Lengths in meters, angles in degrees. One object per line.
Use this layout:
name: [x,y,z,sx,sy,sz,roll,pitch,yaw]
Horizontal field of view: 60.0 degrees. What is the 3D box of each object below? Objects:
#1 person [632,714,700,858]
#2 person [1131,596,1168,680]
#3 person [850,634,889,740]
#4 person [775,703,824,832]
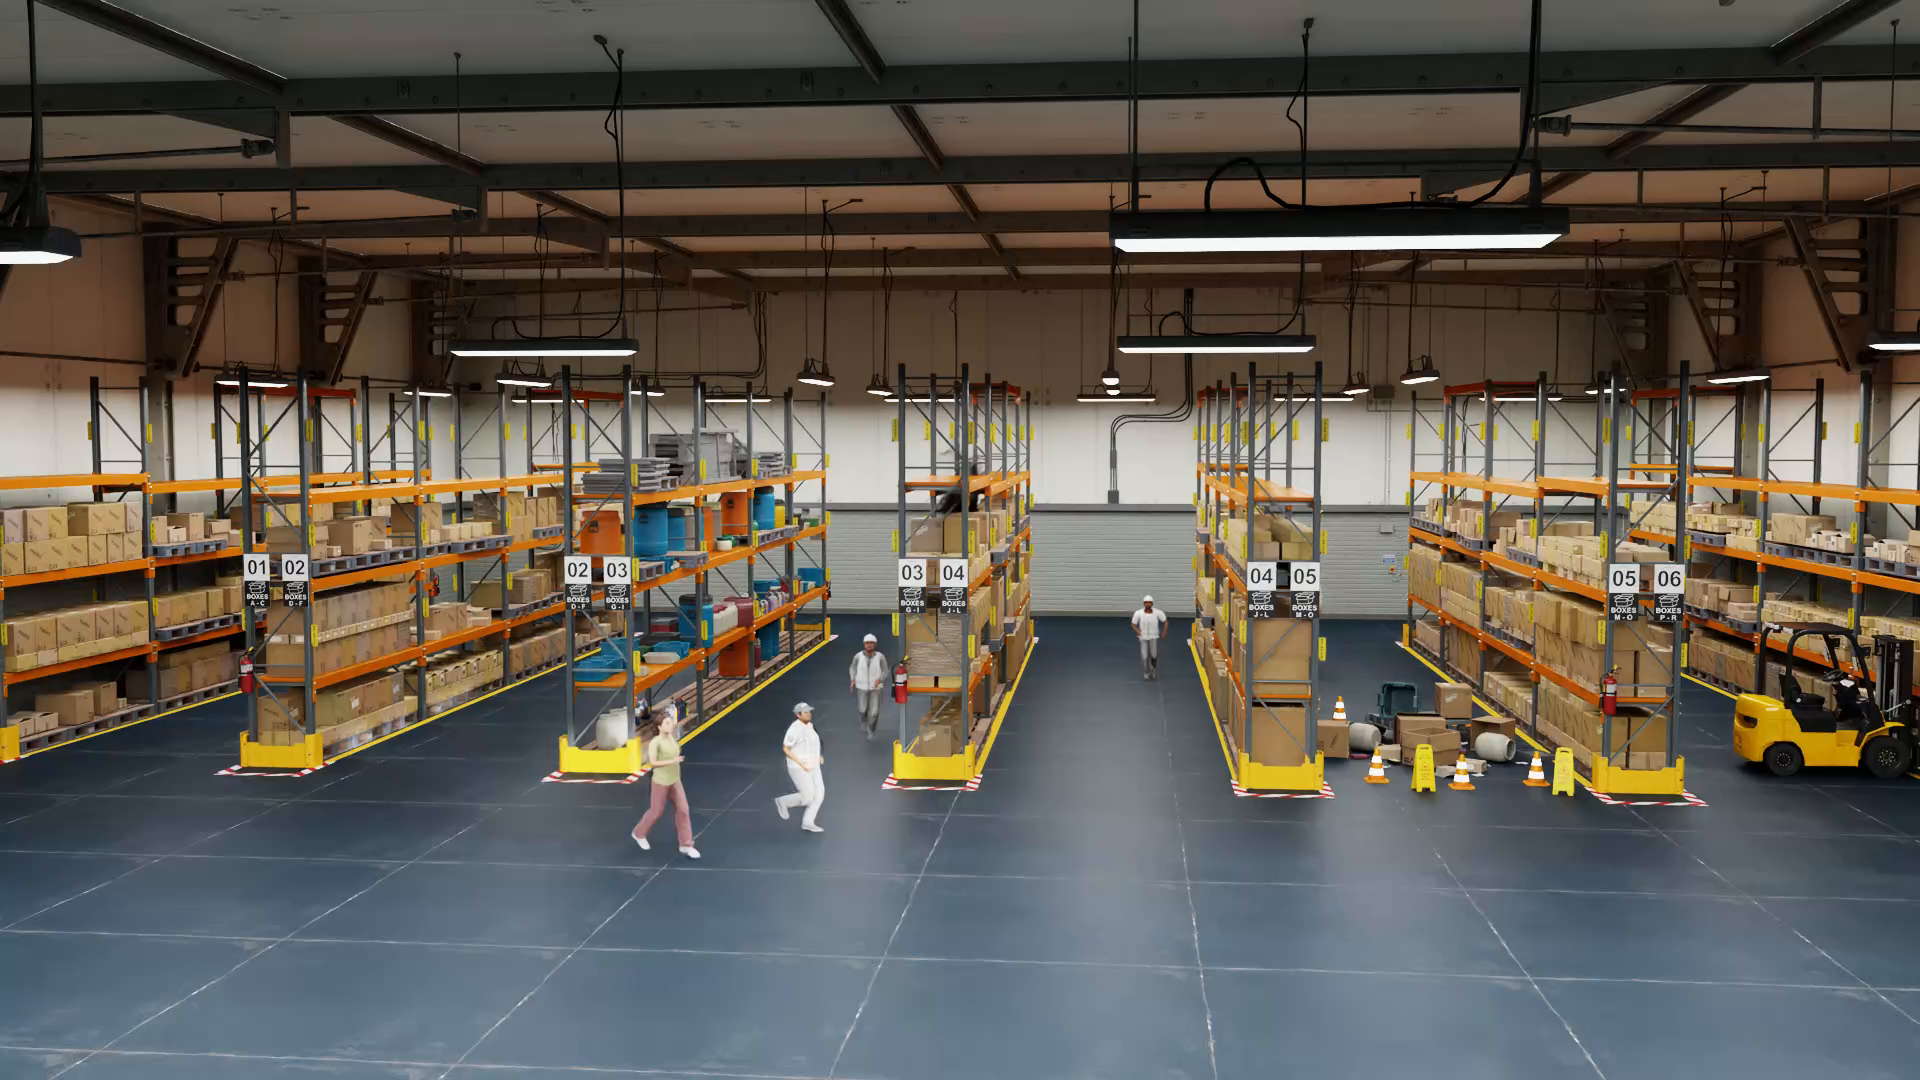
person: [-3.482,2.880,19.641,0.952,1.670,0.568,2,4,32]
person: [3.810,1.982,33.474,0.746,1.724,0.593,0,4,7]
person: [-1.472,2.381,26.861,0.650,1.723,0.613,0,4,1]
person: [-2.002,2.854,20.954,0.607,1.629,0.608,2,4,26]
